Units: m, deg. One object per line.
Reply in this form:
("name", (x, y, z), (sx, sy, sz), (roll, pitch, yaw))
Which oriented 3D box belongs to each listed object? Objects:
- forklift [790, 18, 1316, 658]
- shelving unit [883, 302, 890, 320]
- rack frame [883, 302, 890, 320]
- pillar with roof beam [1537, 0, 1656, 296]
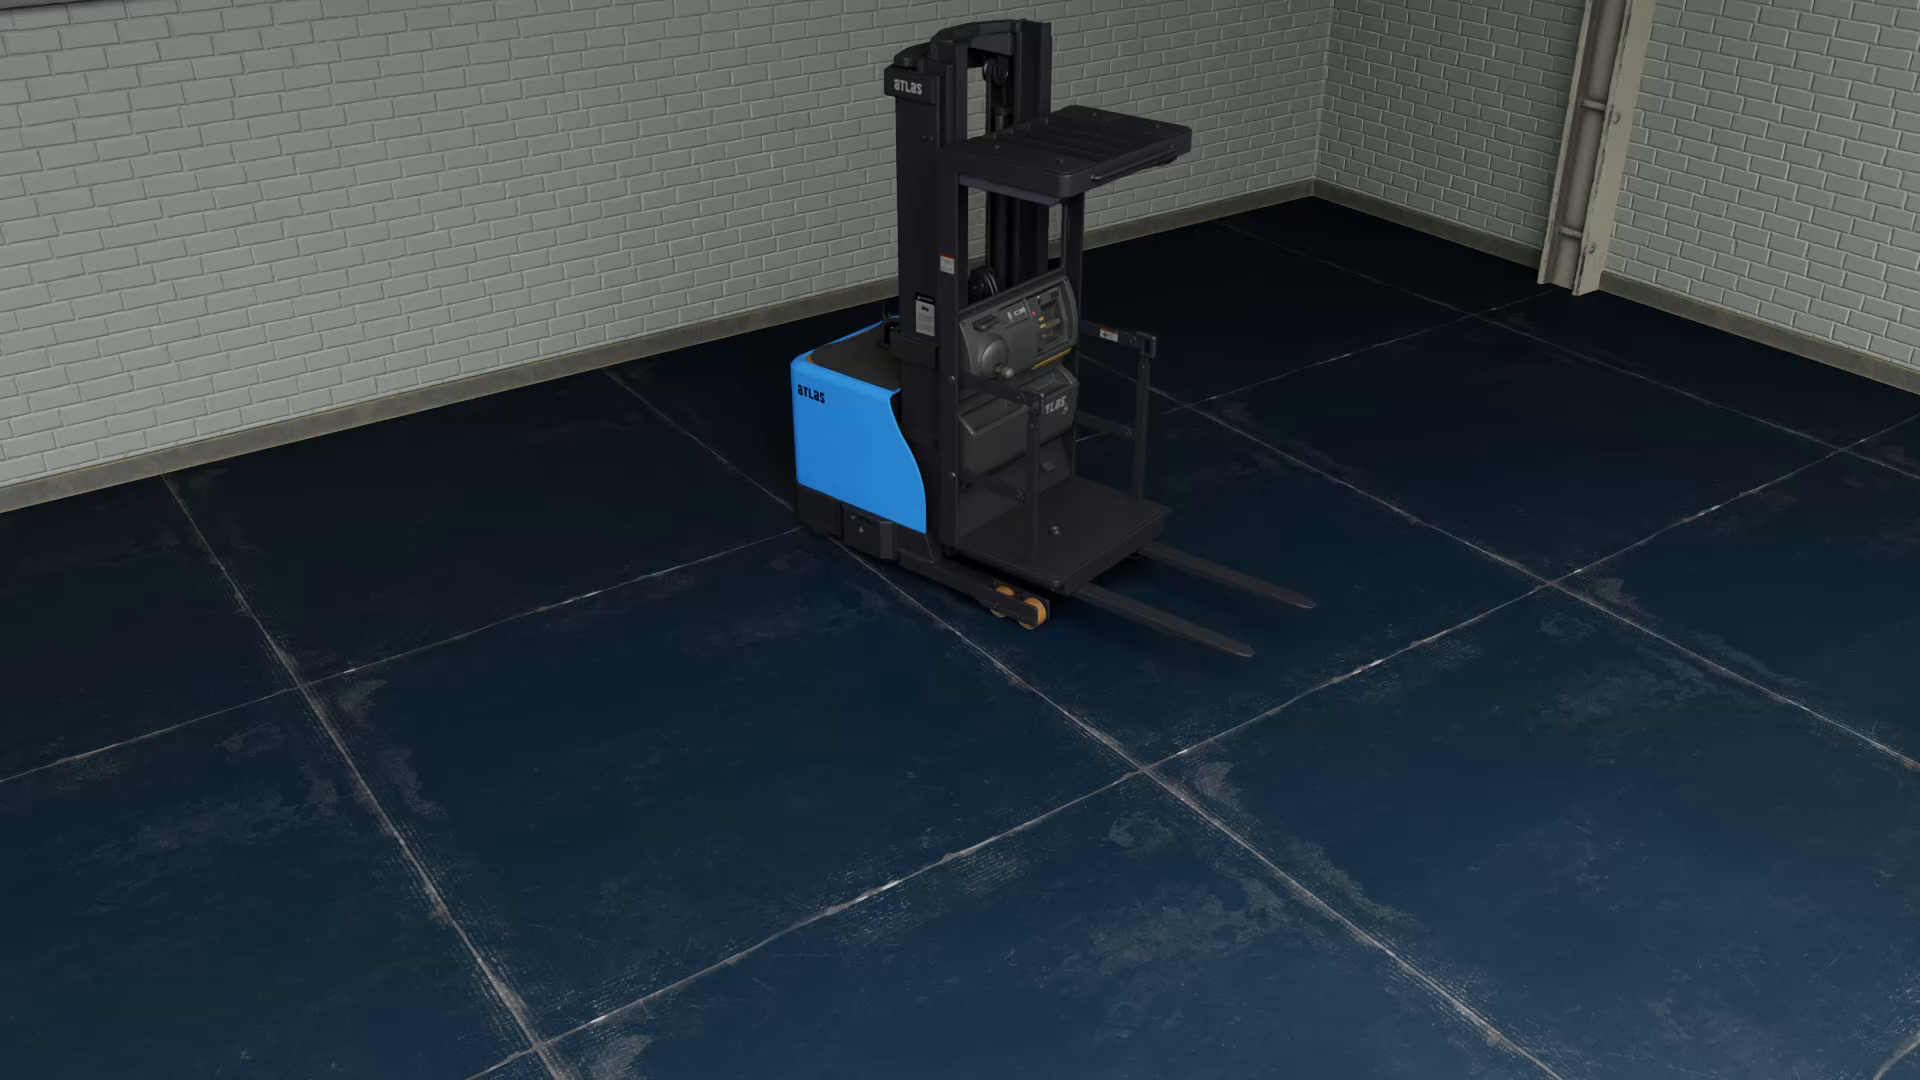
("forklift", (0.480, -1.098, 8.701), (3.031, 2.935, 1.130), (22, 35, 34))
("shelving unit", (-0.330, -0.968, 10.430), (0.252, 1.050, 0.215), (-6, 28, -11))
("rack frame", (-0.449, -0.955, 10.406), (0.008, 1.050, 0.200), (-6, 28, -11))
("pillar with roof beam", (1.460, -4.842, 9.237), (9.100, 9.000, 0.400), (-19, 34, -31))
